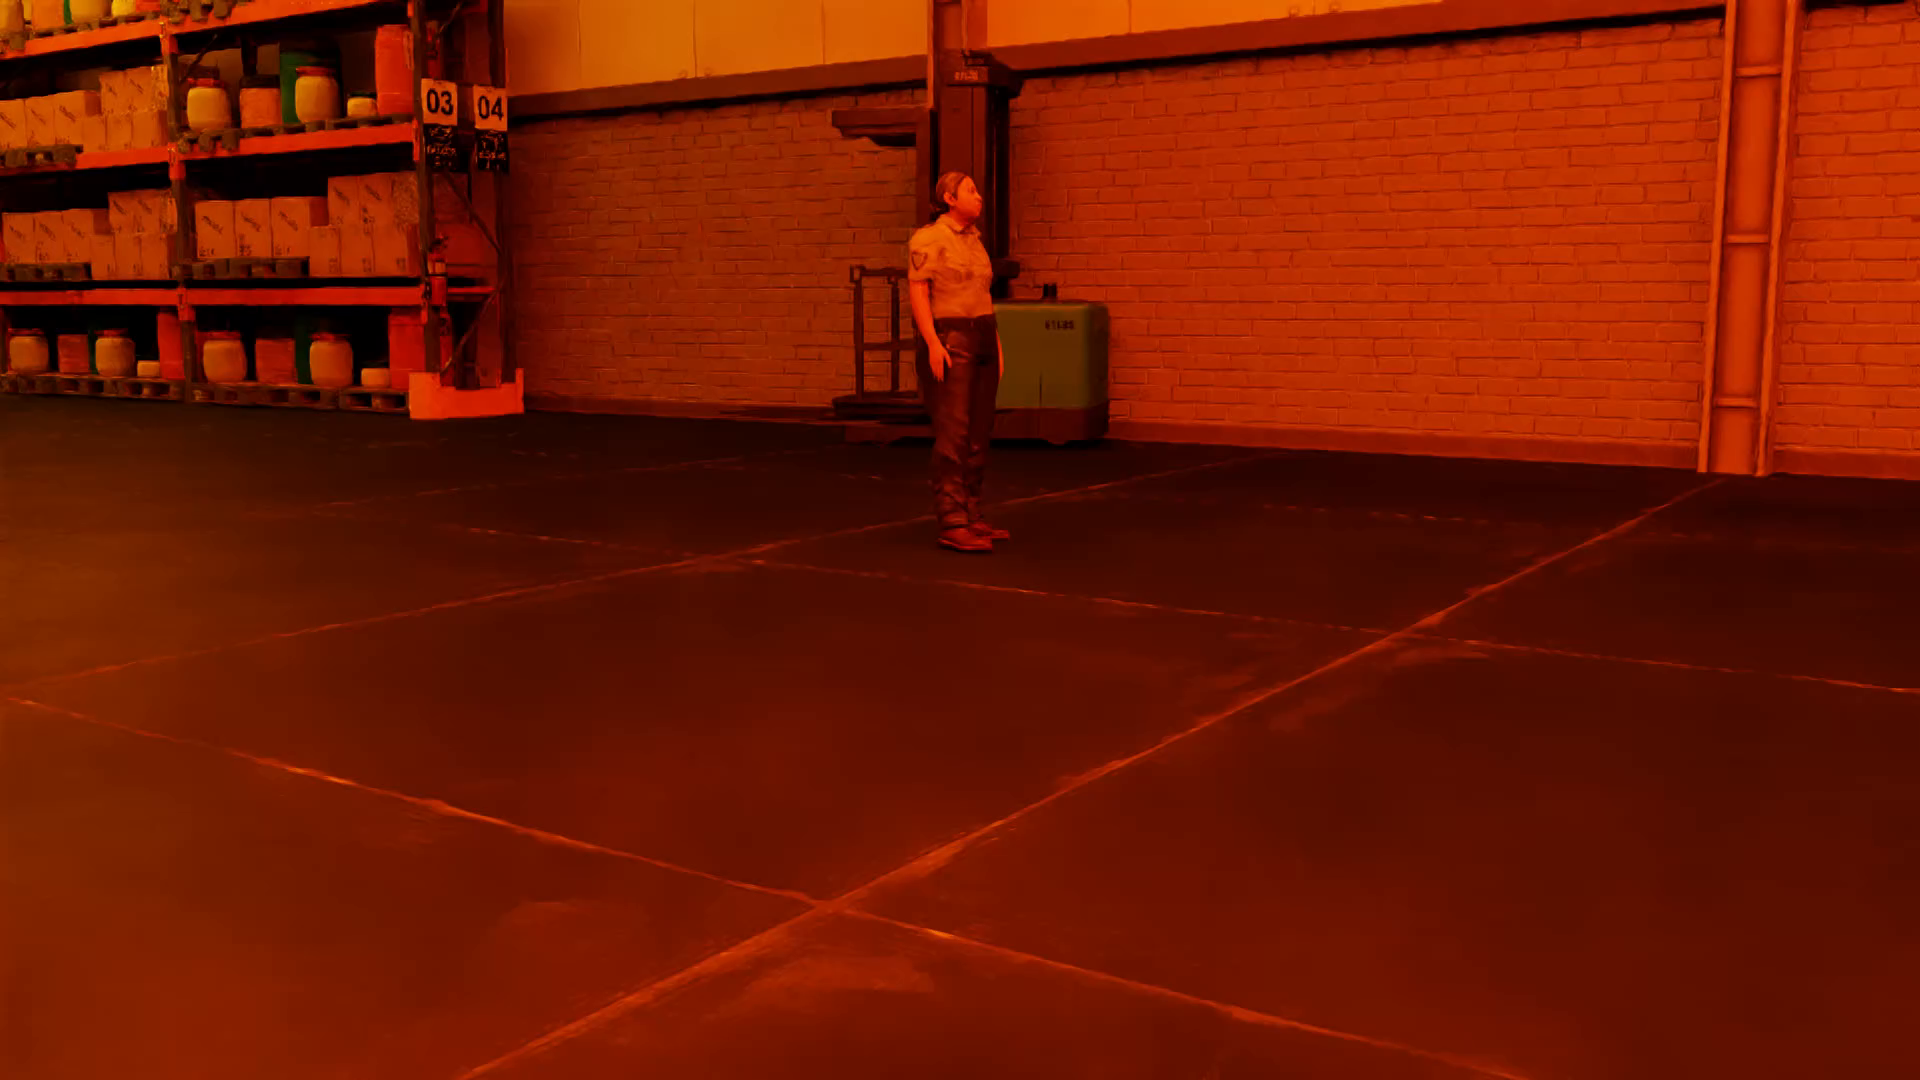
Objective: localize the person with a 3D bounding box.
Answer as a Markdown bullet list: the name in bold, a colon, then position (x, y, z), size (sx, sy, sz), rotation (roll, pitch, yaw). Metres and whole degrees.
- **person**: position (0.062, -0.804, 7.419), size (0.502, 1.633, 0.599), rotation (5, 10, 34)

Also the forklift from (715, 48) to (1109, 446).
- **forklift**: position (-0.392, -2.237, 12.927), size (3.031, 2.935, 1.130), rotation (2, 8, 14)
